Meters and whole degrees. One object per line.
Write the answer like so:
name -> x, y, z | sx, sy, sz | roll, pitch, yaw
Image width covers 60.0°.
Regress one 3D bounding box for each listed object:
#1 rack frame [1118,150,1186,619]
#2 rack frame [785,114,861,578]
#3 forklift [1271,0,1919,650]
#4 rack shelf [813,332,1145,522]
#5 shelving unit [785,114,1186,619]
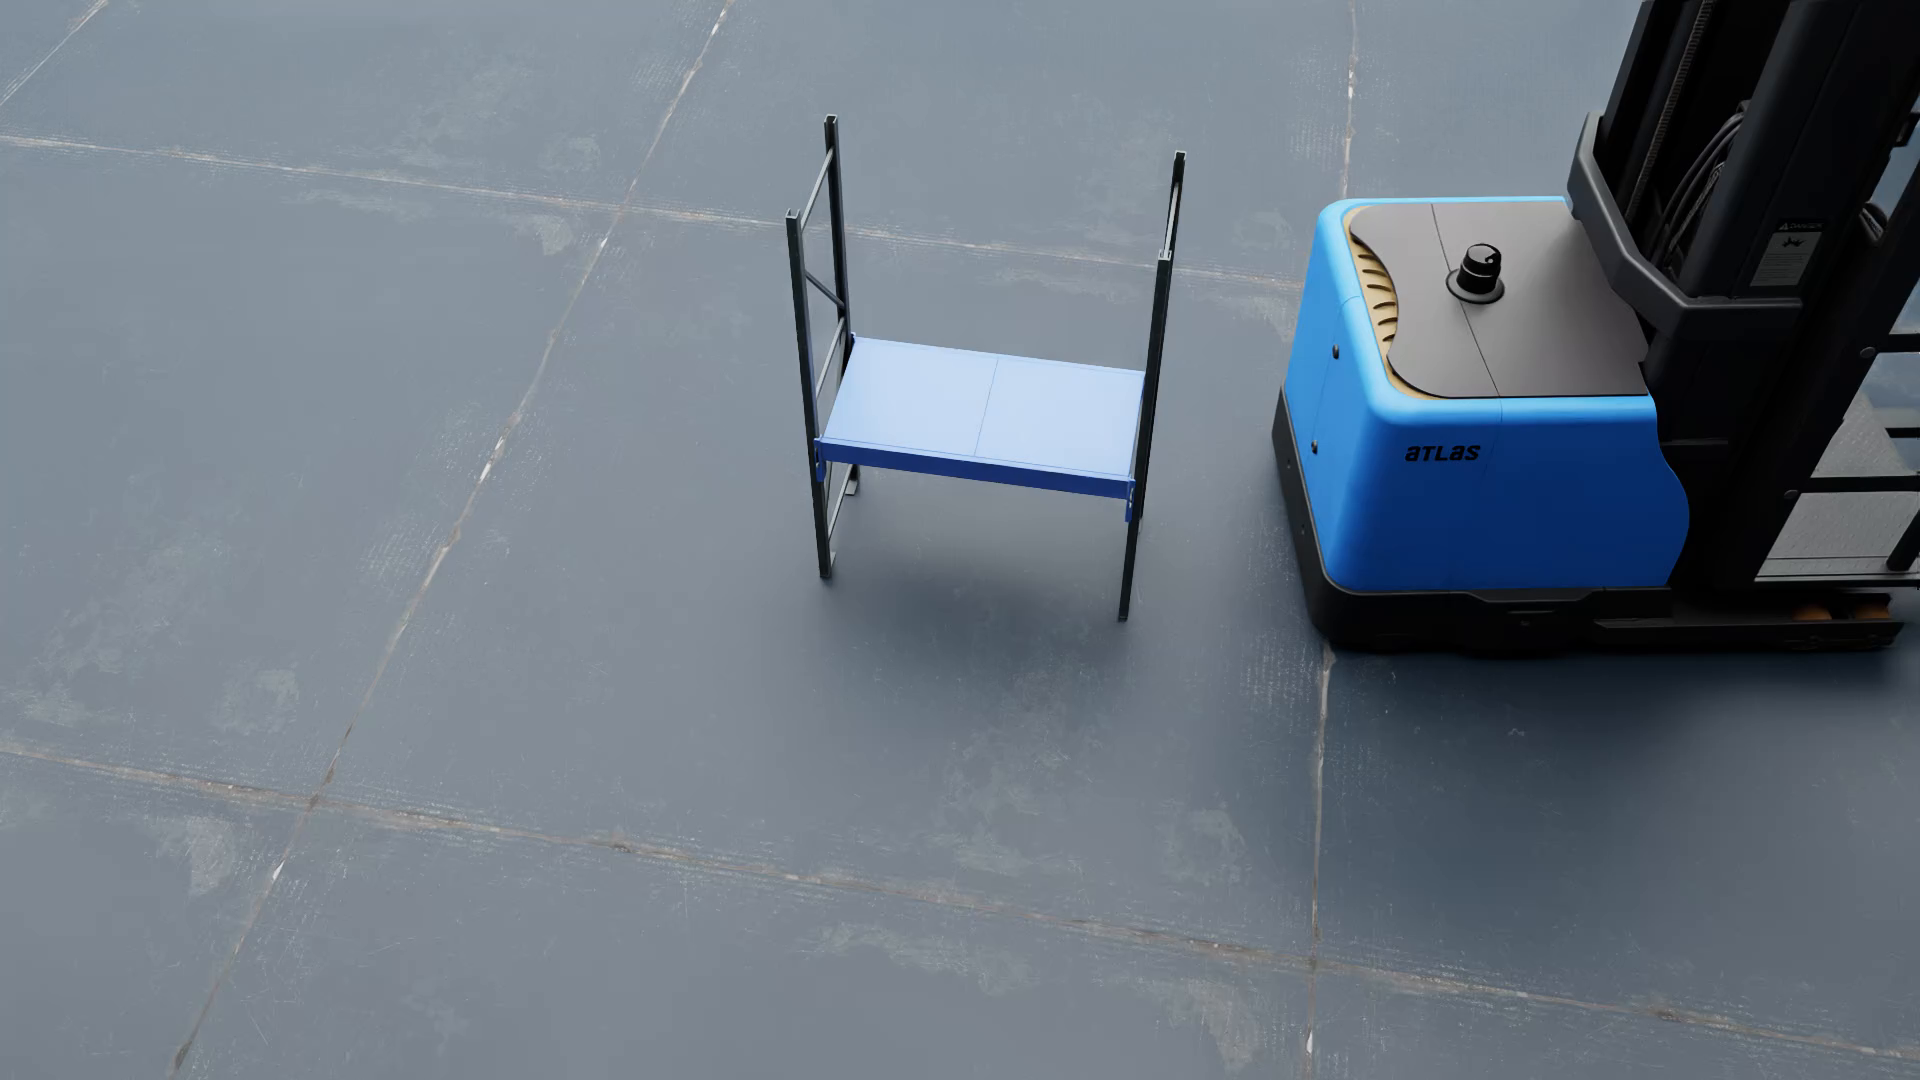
rack frame -> 0.584, -0.423, 5.122 | 0.032, 1.500, 0.500 | 8, 49, 7
rack frame -> -0.416, -0.557, 5.242 | 0.032, 1.500, 0.500 | 8, 49, 7
forklift -> 2.647, -1.017, 4.693 | 3.031, 2.935, 1.130 | -1, 48, -1
rack shelf -> 0.084, -0.370, 5.316 | 1.000, 0.185, 0.538 | 8, 49, 7
shelving unit -> 0.084, -0.490, 5.182 | 1.048, 1.500, 0.538 | 8, 49, 7
